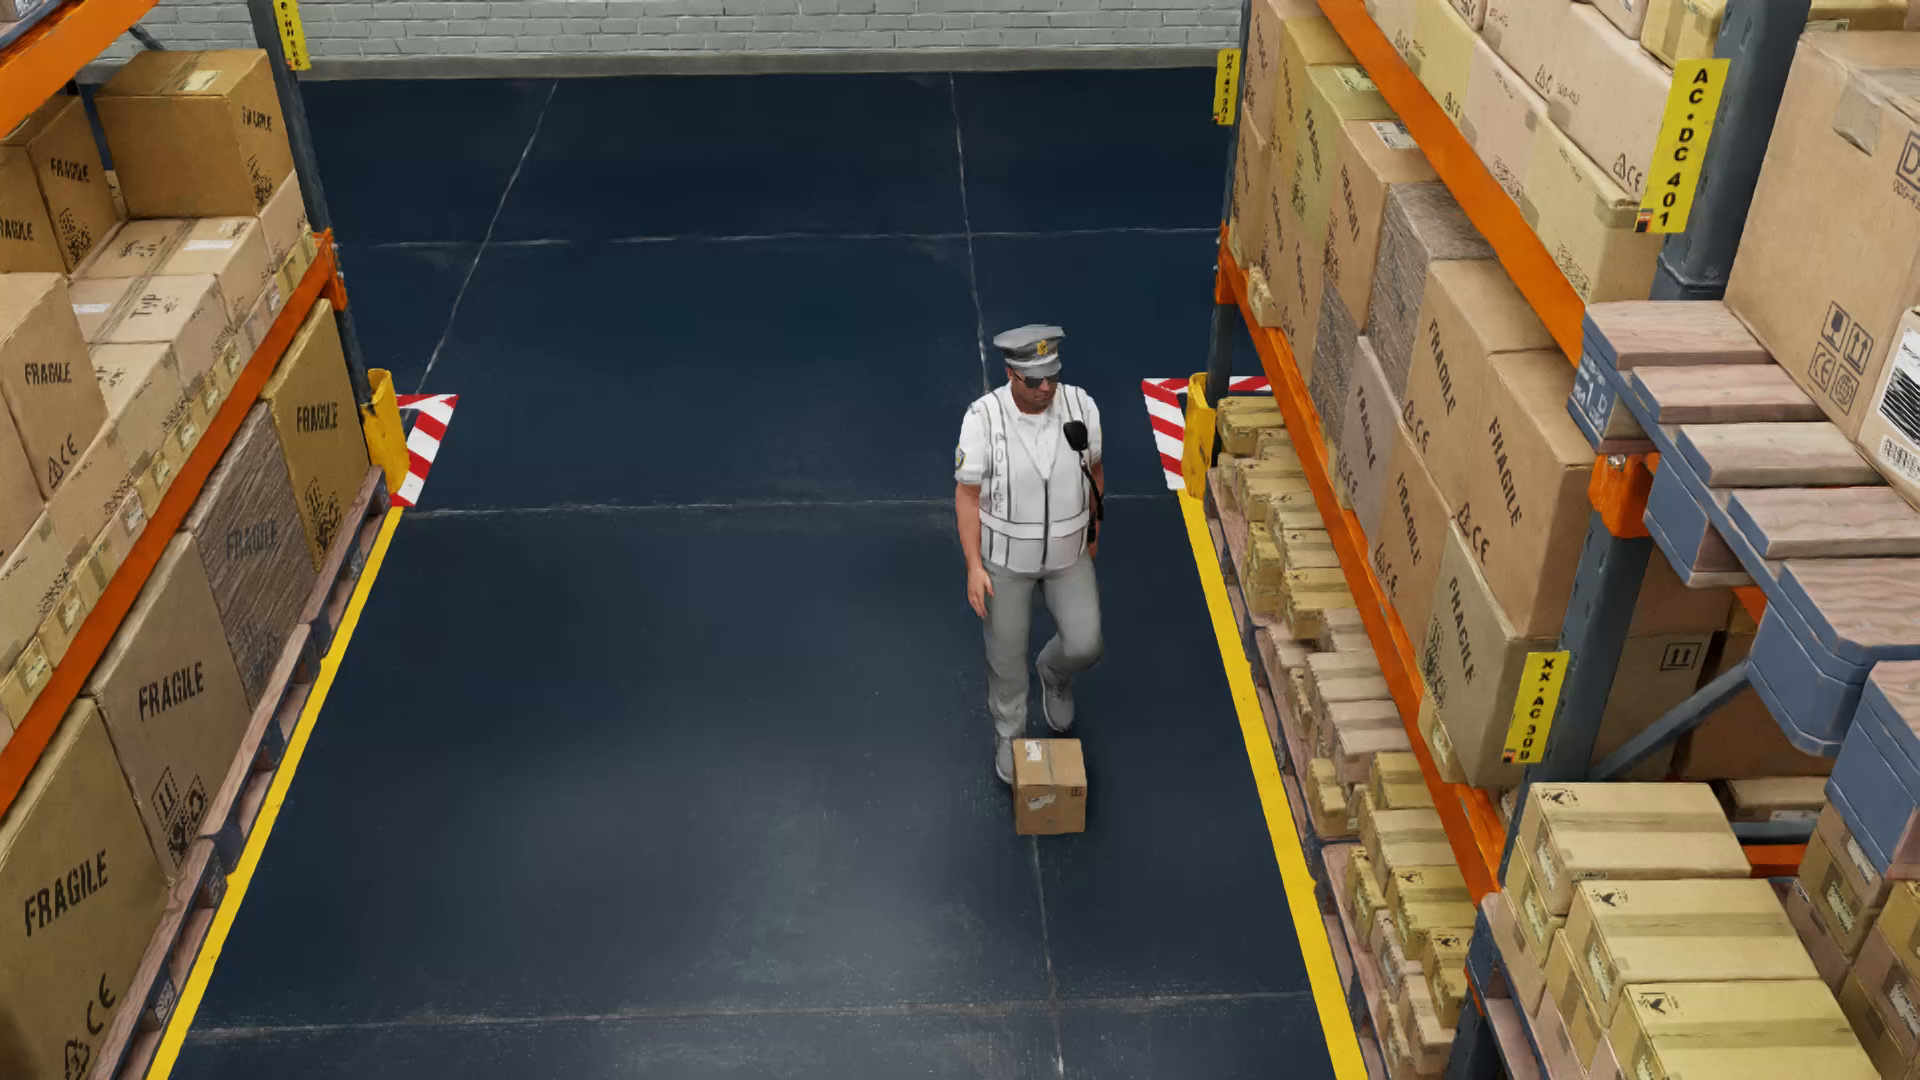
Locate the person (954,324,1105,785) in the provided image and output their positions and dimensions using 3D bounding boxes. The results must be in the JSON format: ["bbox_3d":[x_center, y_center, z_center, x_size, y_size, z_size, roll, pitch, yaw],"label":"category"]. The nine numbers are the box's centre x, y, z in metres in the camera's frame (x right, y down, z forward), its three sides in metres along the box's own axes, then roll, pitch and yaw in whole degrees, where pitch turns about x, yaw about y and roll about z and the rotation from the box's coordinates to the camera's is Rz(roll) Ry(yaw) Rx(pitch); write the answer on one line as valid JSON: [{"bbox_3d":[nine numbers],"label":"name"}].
[{"bbox_3d":[0.275,0.069,6.028,0.568,1.791,0.556,-7,36,-10],"label":"person"}]
